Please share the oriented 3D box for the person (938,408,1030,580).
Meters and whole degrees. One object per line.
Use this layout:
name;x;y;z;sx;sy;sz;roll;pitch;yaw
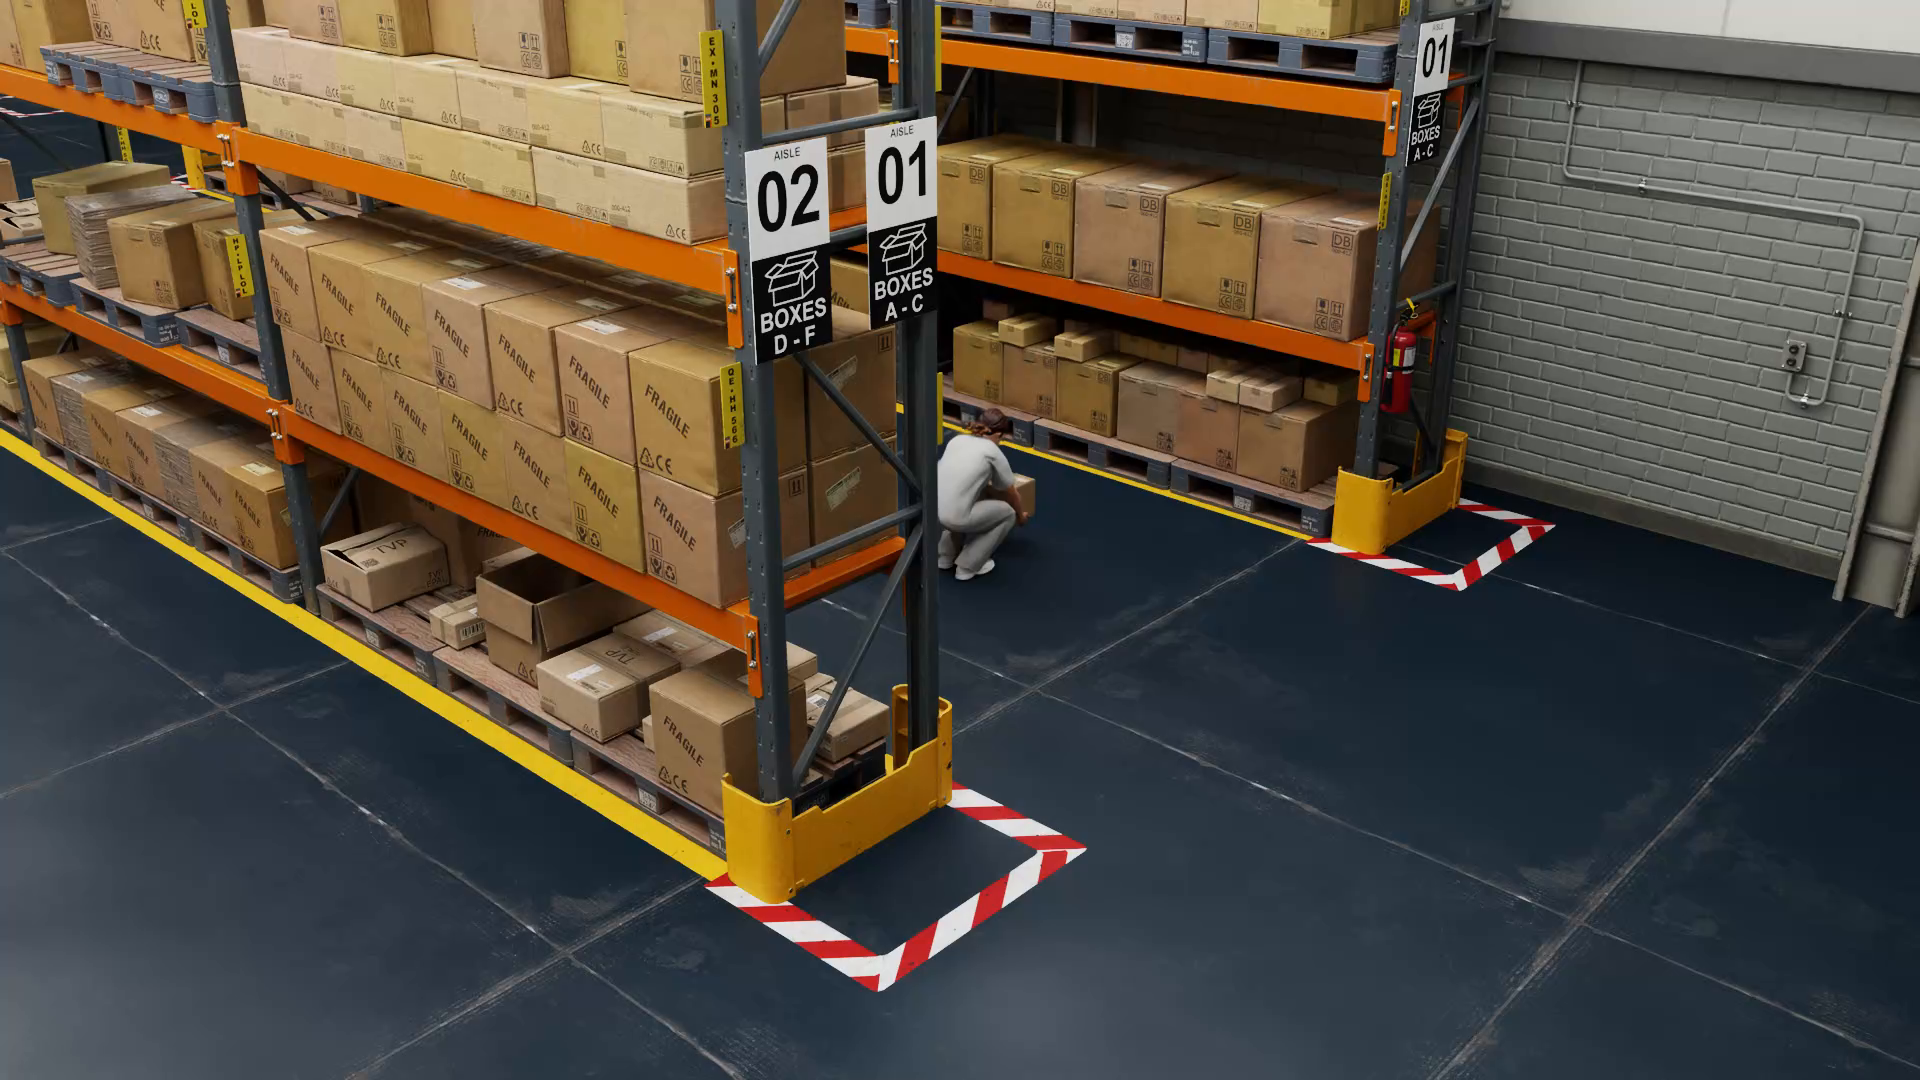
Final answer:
person;0.073;-0.292;10.173;0.492;0.936;0.796;20;31;38
